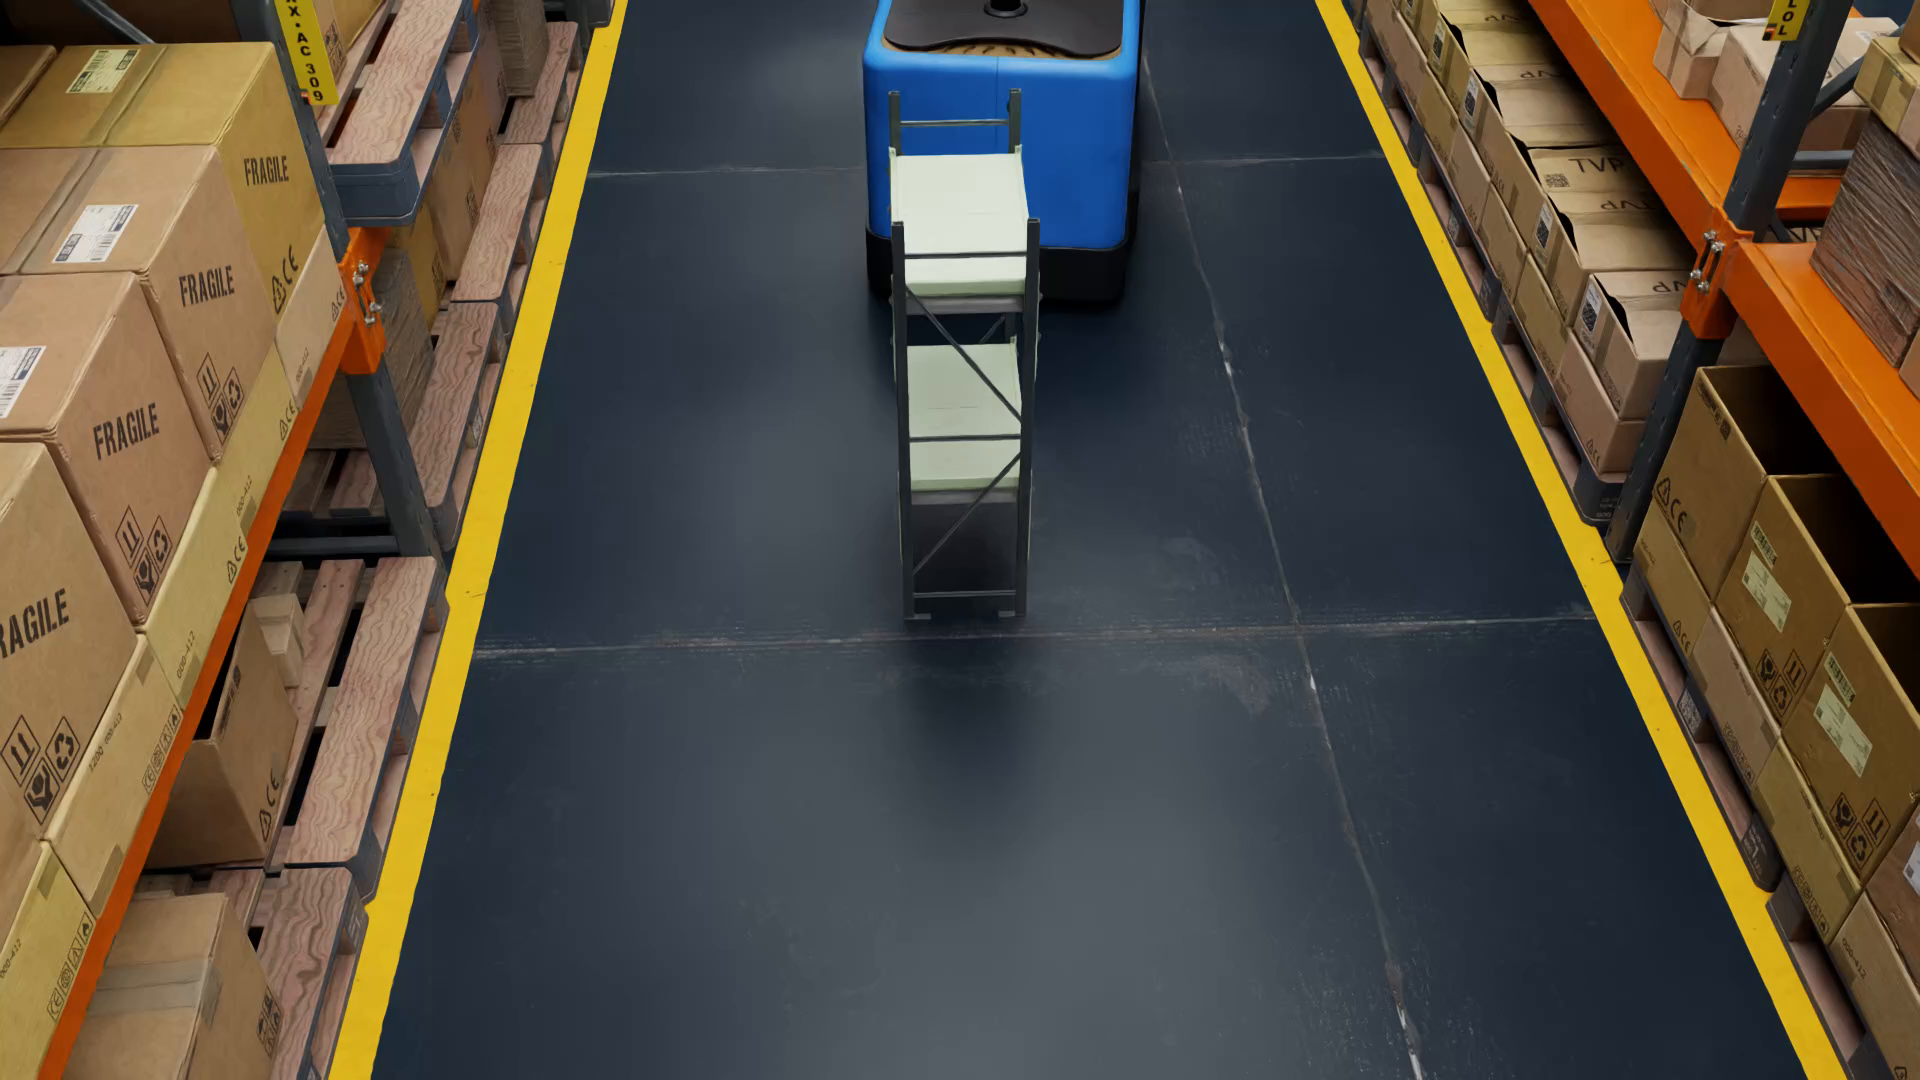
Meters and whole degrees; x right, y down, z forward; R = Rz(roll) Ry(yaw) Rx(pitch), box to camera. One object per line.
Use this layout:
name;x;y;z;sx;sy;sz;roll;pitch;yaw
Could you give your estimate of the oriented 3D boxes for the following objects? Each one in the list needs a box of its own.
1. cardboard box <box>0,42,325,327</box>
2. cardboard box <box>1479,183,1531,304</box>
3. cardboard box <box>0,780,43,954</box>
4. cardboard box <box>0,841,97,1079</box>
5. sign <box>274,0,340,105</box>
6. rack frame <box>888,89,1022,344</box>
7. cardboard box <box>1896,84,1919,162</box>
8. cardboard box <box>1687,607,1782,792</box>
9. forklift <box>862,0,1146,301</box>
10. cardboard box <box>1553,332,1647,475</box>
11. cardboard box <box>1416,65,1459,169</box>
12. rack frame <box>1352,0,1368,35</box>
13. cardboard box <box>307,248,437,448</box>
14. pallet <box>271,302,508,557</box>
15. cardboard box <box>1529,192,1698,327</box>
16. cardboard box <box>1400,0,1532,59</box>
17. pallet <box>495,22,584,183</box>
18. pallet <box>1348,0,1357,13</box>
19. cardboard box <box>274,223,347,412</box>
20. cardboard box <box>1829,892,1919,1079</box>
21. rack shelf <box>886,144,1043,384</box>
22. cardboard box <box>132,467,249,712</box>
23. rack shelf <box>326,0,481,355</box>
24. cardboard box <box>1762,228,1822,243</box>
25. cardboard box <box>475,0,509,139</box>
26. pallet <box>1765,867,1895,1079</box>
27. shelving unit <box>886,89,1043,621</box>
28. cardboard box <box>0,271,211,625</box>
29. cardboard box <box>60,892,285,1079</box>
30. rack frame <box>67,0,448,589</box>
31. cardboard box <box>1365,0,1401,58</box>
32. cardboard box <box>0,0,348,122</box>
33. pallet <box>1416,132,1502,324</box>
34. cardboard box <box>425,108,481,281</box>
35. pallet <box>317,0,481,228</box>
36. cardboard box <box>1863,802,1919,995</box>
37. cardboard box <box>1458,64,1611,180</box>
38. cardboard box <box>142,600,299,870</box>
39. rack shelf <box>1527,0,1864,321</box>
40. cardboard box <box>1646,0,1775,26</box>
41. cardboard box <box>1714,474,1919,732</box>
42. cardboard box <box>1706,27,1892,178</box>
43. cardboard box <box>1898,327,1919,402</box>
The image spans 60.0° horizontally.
cardboard box;-1.897;-0.847;3.996;0.500;0.500;0.500;-2;43;-2
cardboard box;2.373;-1.173;6.534;0.500;0.250;0.500;-1;43;-1
cardboard box;-1.803;0.529;2.494;0.500;0.500;0.500;-3;43;-3
cardboard box;-1.812;0.786;2.768;0.500;0.250;0.500;-2;43;-2
sign;-1.685;-1.269;4.274;0.100;0.325;0.005;-2;43;-2
rack frame;-0.015;-0.795;5.508;0.400;1.500;0.023;-2;43;-2
cardboard box;2.551;-0.993;4.060;0.380;0.149;0.250;-1;43;-1
cardboard box;2.455;0.445;4.769;0.500;0.250;0.500;-2;43;-2
forklift;0.281;-3.034;6.891;1.130;2.935;3.031;4;43;4
cardboard box;2.415;-0.487;5.785;0.500;0.250;0.500;-2;43;-2
cardboard box;2.332;-1.863;7.287;0.500;0.250;0.500;-3;43;-3
rack frame;2.553;-3.774;7.648;1.000;3.000;0.127;-2;43;-2
cardboard box;-2.274;-0.666;5.781;0.700;0.500;0.500;0;43;0
pallet;-2.261;-0.427;6.059;1.003;0.211;1.213;-2;43;-2
cardboard box;2.391;-1.038;5.972;0.500;0.311;0.500;-1;43;-1
cardboard box;2.312;-2.406;7.464;0.500;0.311;0.500;-3;43;-3
pallet;-2.365;-2.074;7.856;1.003;0.211;1.213;-2;43;-2
pallet;2.559;-3.251;9.141;1.003;0.211;1.213;-2;43;-2
cardboard box;-1.904;-0.570;4.248;0.500;0.250;0.500;-2;43;-2
cardboard box;2.499;1.120;4.033;0.500;0.250;0.500;-2;43;-2
rack shelf;0.000;-0.836;4.975;0.431;0.370;0.720;-2;43;-2
cardboard box;-1.854;0.106;3.511;0.500;0.250;0.500;-2;43;-2
rack shelf;-2.311;-2.014;6.260;1.077;0.370;4.000;-2;43;-2
cardboard box;2.938;-1.046;5.980;0.500;0.311;0.500;-2;43;-2
cardboard box;-2.408;-2.034;7.274;0.700;0.500;0.500;-2;43;-2
pallet;2.769;1.318;4.156;1.003;0.211;1.213;-2;43;-2
shelving unit;0.000;-0.548;5.238;0.431;1.500;0.755;-2;43;-2
cardboard box;-1.860;-0.170;3.257;0.500;0.500;0.500;-3;43;-3
cardboard box;-2.002;1.179;3.768;0.700;0.500;0.500;-4;43;-4
rack frame;-2.227;-0.929;4.544;1.000;3.000;0.127;-2;43;-2
cardboard box;2.281;-2.553;8.040;0.500;0.250;0.500;-2;43;-2
cardboard box;-2.214;-1.473;4.737;0.700;0.500;0.500;-2;43;-2
pallet;2.597;-1.368;7.086;1.003;0.211;1.213;-2;43;-2
cardboard box;-2.328;-1.359;6.537;0.700;0.500;0.500;-1;43;-1
pallet;-2.114;-1.378;5.176;1.003;0.211;1.213;-2;43;-2
cardboard box;2.495;0.843;3.779;0.500;0.500;0.500;-2;43;-2
cardboard box;2.354;-1.714;6.709;0.500;0.311;0.500;-2;43;-2
cardboard box;-2.142;0.530;4.476;0.500;0.500;0.500;-5;43;-5
rack shelf;2.638;-2.159;6.418;1.077;0.370;4.000;-2;43;-2
cardboard box;2.684;-1.985;5.622;0.500;0.500;0.500;1;43;1
cardboard box;2.459;0.168;4.516;0.500;0.500;0.500;-2;43;-2
cardboard box;2.658;-1.350;5.113;0.500;0.250;0.500;1;43;1
cardboard box;2.777;-0.455;3.953;0.700;0.500;0.500;-2;43;-2
